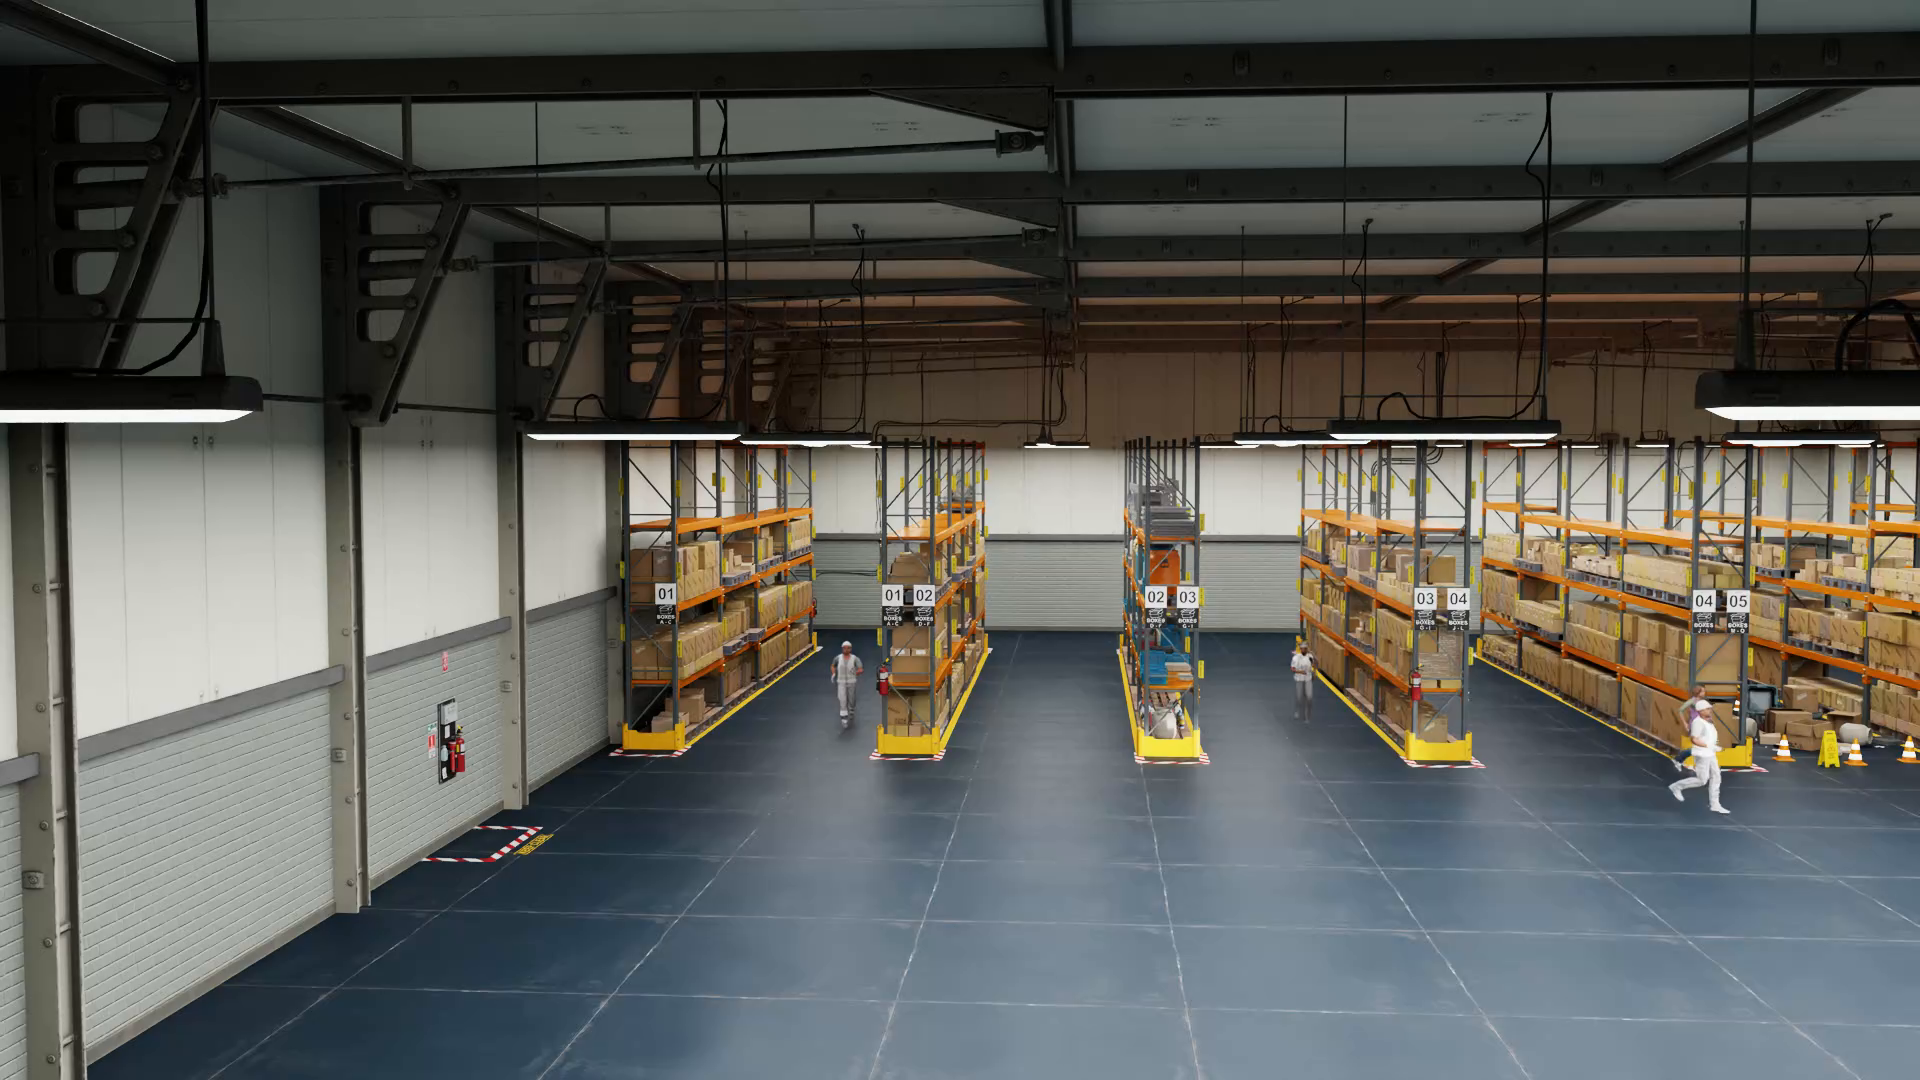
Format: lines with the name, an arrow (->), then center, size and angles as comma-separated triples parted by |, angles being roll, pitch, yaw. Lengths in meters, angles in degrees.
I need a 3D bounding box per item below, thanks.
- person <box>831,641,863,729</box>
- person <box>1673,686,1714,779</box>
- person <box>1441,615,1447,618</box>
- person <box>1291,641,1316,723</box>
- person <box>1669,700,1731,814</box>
person -> -2.345, 2.981, 34.445 | 0.667, 1.768, 0.967 | 0, 3, -3
person -> 12.988, 3.358, 29.258 | 0.564, 1.581, 0.812 | -2, 4, -33
person -> 13.111, 2.476, 45.559 | 0.687, 1.627, 0.742 | 1, 3, 19
person -> 7.274, 3.013, 35.164 | 0.587, 1.765, 0.745 | 0, 3, -2
person -> 11.780, 3.428, 26.427 | 0.916, 1.782, 0.682 | 3, 4, 41
